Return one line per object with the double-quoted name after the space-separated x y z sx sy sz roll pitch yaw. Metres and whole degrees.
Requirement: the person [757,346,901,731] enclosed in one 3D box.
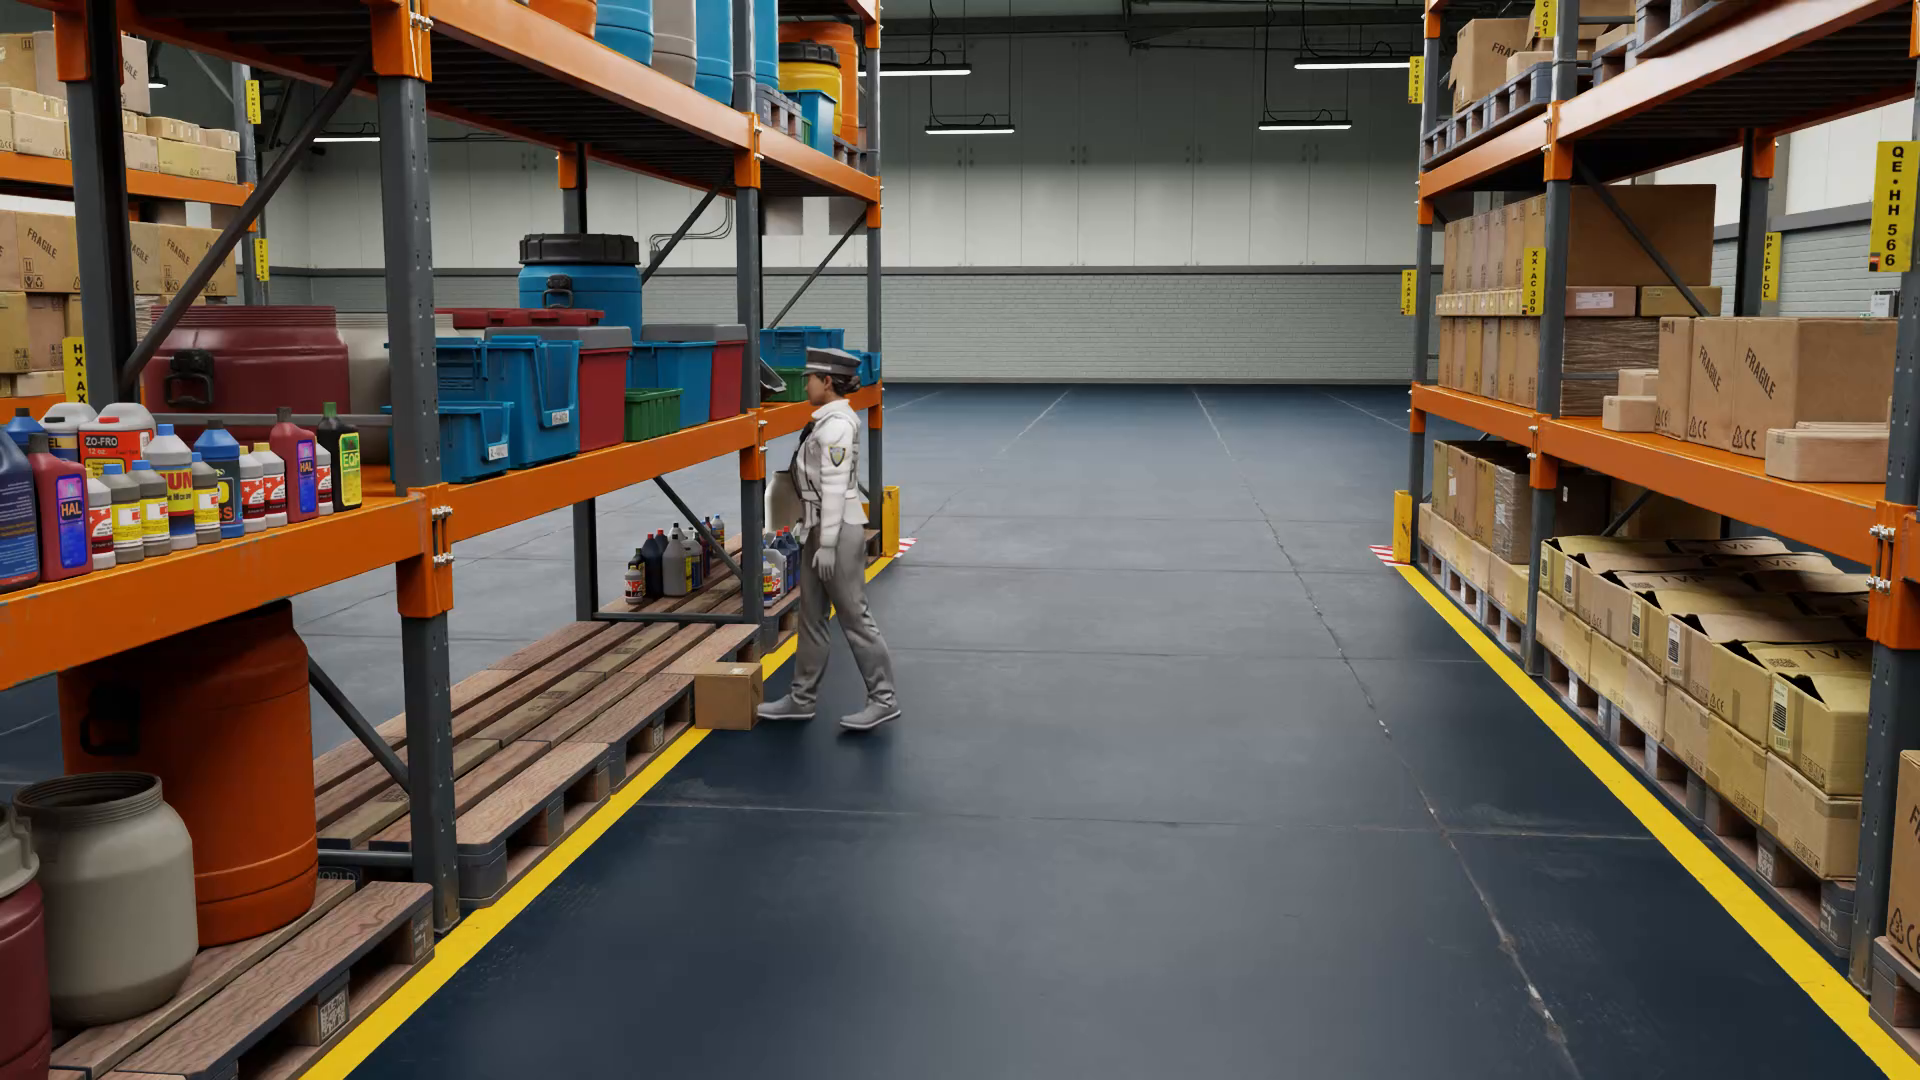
-0.599 -0.011 7.267 0.658 1.663 0.482 -1 8 -5 "person"
